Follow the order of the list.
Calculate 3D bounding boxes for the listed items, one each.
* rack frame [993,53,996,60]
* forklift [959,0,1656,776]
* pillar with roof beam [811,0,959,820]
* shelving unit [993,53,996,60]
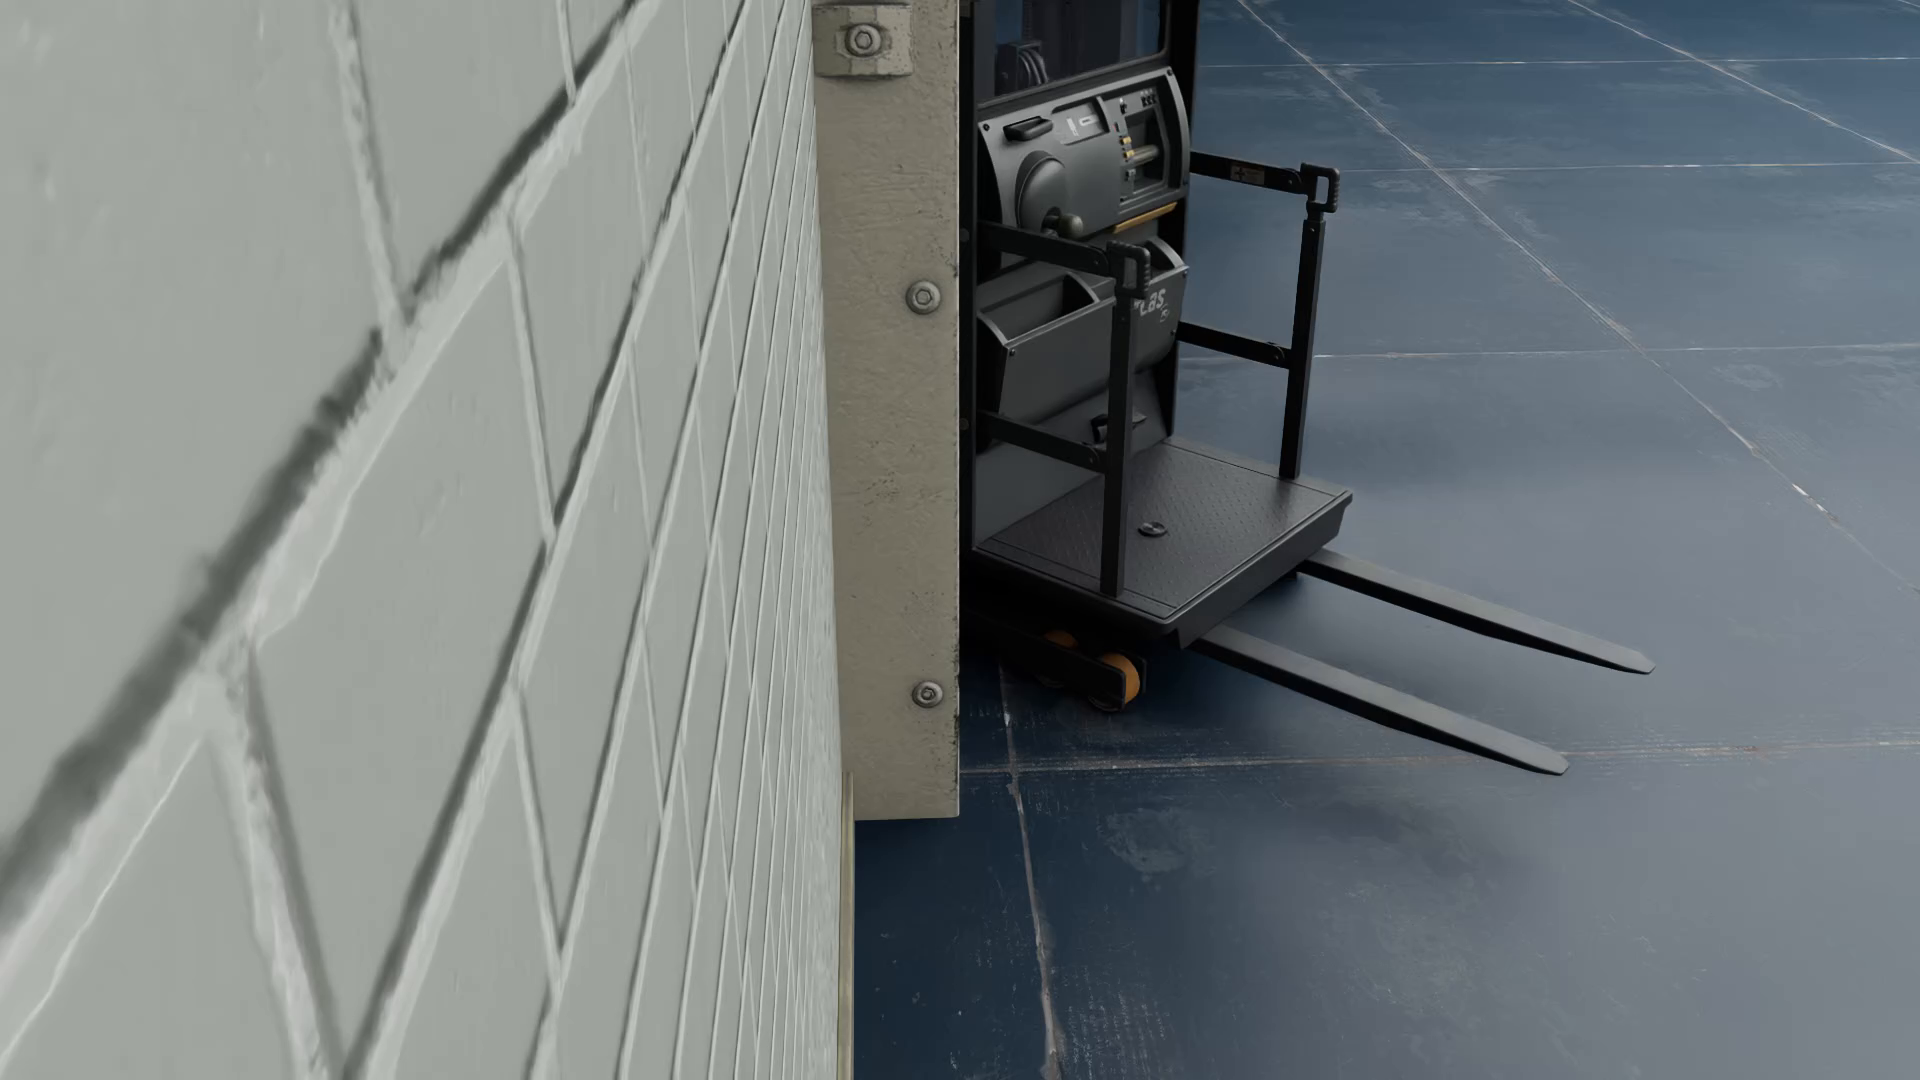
[{"bbox_3d":[-0.044,-0.925,5.815,0.400,1.500,0.023,2,24,7],"label":"rack frame"},{"bbox_3d":[0.533,-1.086,4.619,3.031,2.935,1.130,21,34,34],"label":"forklift"},{"bbox_3d":[4.132,-3.462,2.612,9.100,9.000,0.400,-1,28,-3],"label":"pillar with roof beam"},{"bbox_3d":[-0.090,-0.781,5.482,0.431,1.500,0.755,2,24,7],"label":"shelving unit"}]
